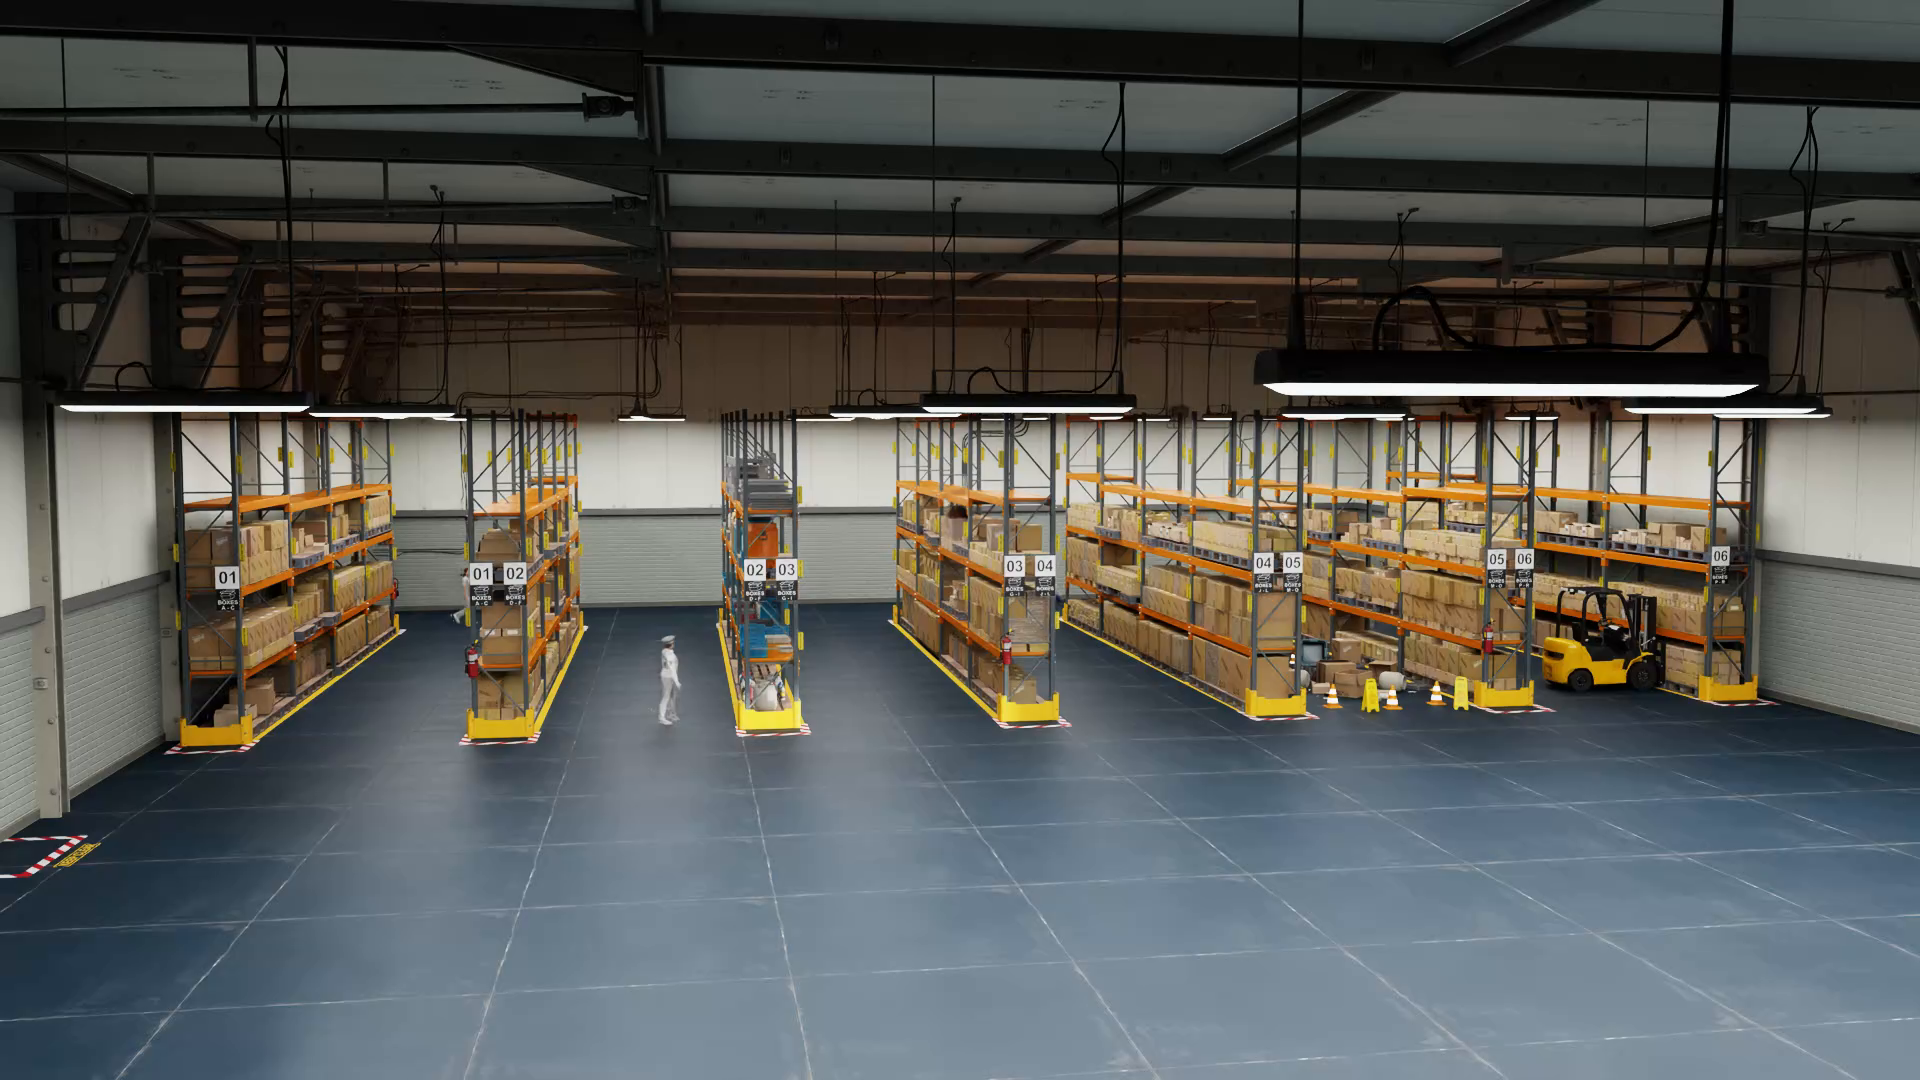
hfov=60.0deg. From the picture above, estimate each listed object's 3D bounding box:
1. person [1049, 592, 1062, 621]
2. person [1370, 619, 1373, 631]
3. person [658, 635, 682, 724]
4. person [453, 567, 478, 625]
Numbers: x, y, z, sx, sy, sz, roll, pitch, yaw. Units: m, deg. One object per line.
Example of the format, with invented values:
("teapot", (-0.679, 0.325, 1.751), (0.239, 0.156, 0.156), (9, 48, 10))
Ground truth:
("person", (2.355, 1.895, 42.801), (0.574, 1.607, 1.028), (-1, 4, -10))
("person", (11.309, 1.674, 46.105), (0.378, 1.691, 0.504), (0, 4, 7))
("person", (-5.560, 2.681, 31.840), (0.461, 1.727, 0.605), (-1, 4, -9))
("person", (-14.021, 1.597, 47.159), (0.660, 1.642, 0.465), (-1, 4, -9))
